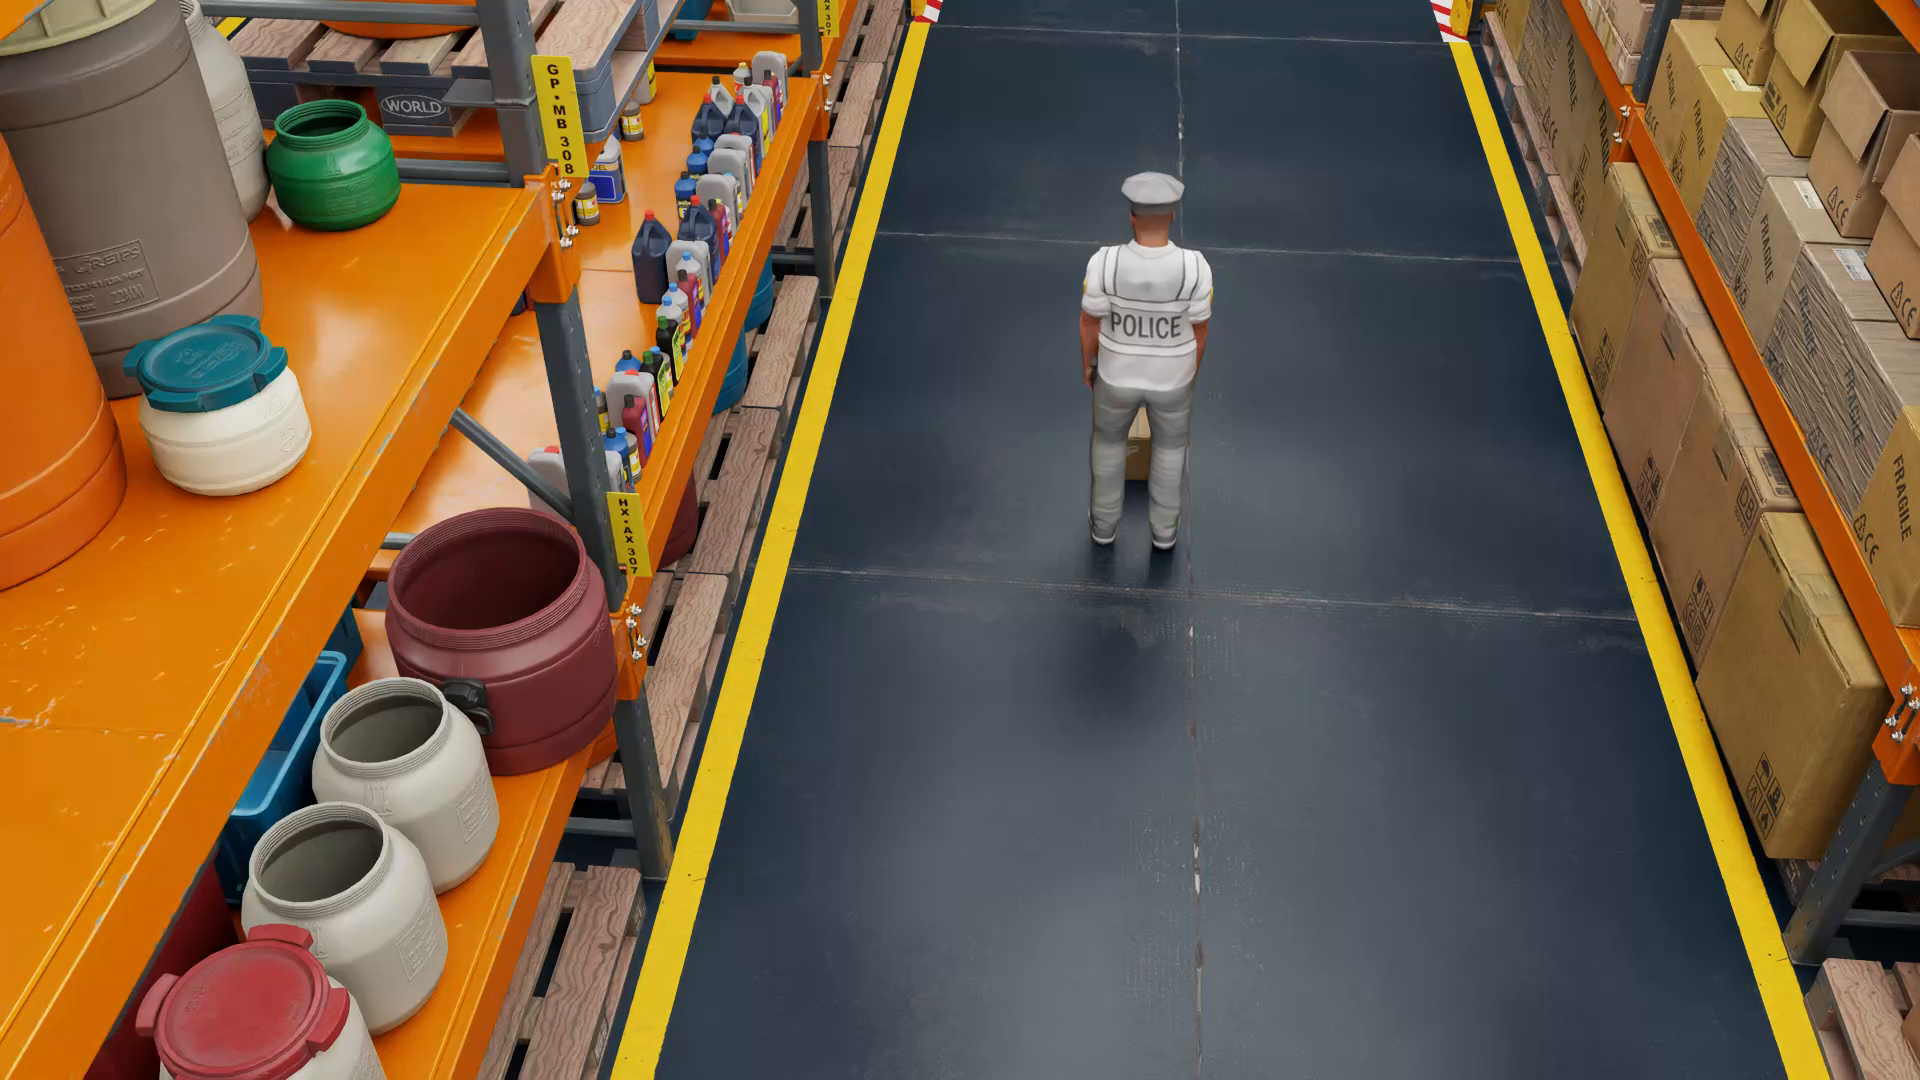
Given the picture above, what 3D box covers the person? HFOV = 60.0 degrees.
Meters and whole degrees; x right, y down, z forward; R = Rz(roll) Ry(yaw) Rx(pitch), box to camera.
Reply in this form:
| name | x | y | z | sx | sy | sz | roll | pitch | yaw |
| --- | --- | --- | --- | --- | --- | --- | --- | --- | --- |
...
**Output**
| name | x | y | z | sx | sy | sz | roll | pitch | yaw |
| --- | --- | --- | --- | --- | --- | --- | --- | --- | --- |
| person | 0.761 | -0.717 | 7.030 | 0.530 | 1.743 | 0.391 | 4 | 40 | 5 |
